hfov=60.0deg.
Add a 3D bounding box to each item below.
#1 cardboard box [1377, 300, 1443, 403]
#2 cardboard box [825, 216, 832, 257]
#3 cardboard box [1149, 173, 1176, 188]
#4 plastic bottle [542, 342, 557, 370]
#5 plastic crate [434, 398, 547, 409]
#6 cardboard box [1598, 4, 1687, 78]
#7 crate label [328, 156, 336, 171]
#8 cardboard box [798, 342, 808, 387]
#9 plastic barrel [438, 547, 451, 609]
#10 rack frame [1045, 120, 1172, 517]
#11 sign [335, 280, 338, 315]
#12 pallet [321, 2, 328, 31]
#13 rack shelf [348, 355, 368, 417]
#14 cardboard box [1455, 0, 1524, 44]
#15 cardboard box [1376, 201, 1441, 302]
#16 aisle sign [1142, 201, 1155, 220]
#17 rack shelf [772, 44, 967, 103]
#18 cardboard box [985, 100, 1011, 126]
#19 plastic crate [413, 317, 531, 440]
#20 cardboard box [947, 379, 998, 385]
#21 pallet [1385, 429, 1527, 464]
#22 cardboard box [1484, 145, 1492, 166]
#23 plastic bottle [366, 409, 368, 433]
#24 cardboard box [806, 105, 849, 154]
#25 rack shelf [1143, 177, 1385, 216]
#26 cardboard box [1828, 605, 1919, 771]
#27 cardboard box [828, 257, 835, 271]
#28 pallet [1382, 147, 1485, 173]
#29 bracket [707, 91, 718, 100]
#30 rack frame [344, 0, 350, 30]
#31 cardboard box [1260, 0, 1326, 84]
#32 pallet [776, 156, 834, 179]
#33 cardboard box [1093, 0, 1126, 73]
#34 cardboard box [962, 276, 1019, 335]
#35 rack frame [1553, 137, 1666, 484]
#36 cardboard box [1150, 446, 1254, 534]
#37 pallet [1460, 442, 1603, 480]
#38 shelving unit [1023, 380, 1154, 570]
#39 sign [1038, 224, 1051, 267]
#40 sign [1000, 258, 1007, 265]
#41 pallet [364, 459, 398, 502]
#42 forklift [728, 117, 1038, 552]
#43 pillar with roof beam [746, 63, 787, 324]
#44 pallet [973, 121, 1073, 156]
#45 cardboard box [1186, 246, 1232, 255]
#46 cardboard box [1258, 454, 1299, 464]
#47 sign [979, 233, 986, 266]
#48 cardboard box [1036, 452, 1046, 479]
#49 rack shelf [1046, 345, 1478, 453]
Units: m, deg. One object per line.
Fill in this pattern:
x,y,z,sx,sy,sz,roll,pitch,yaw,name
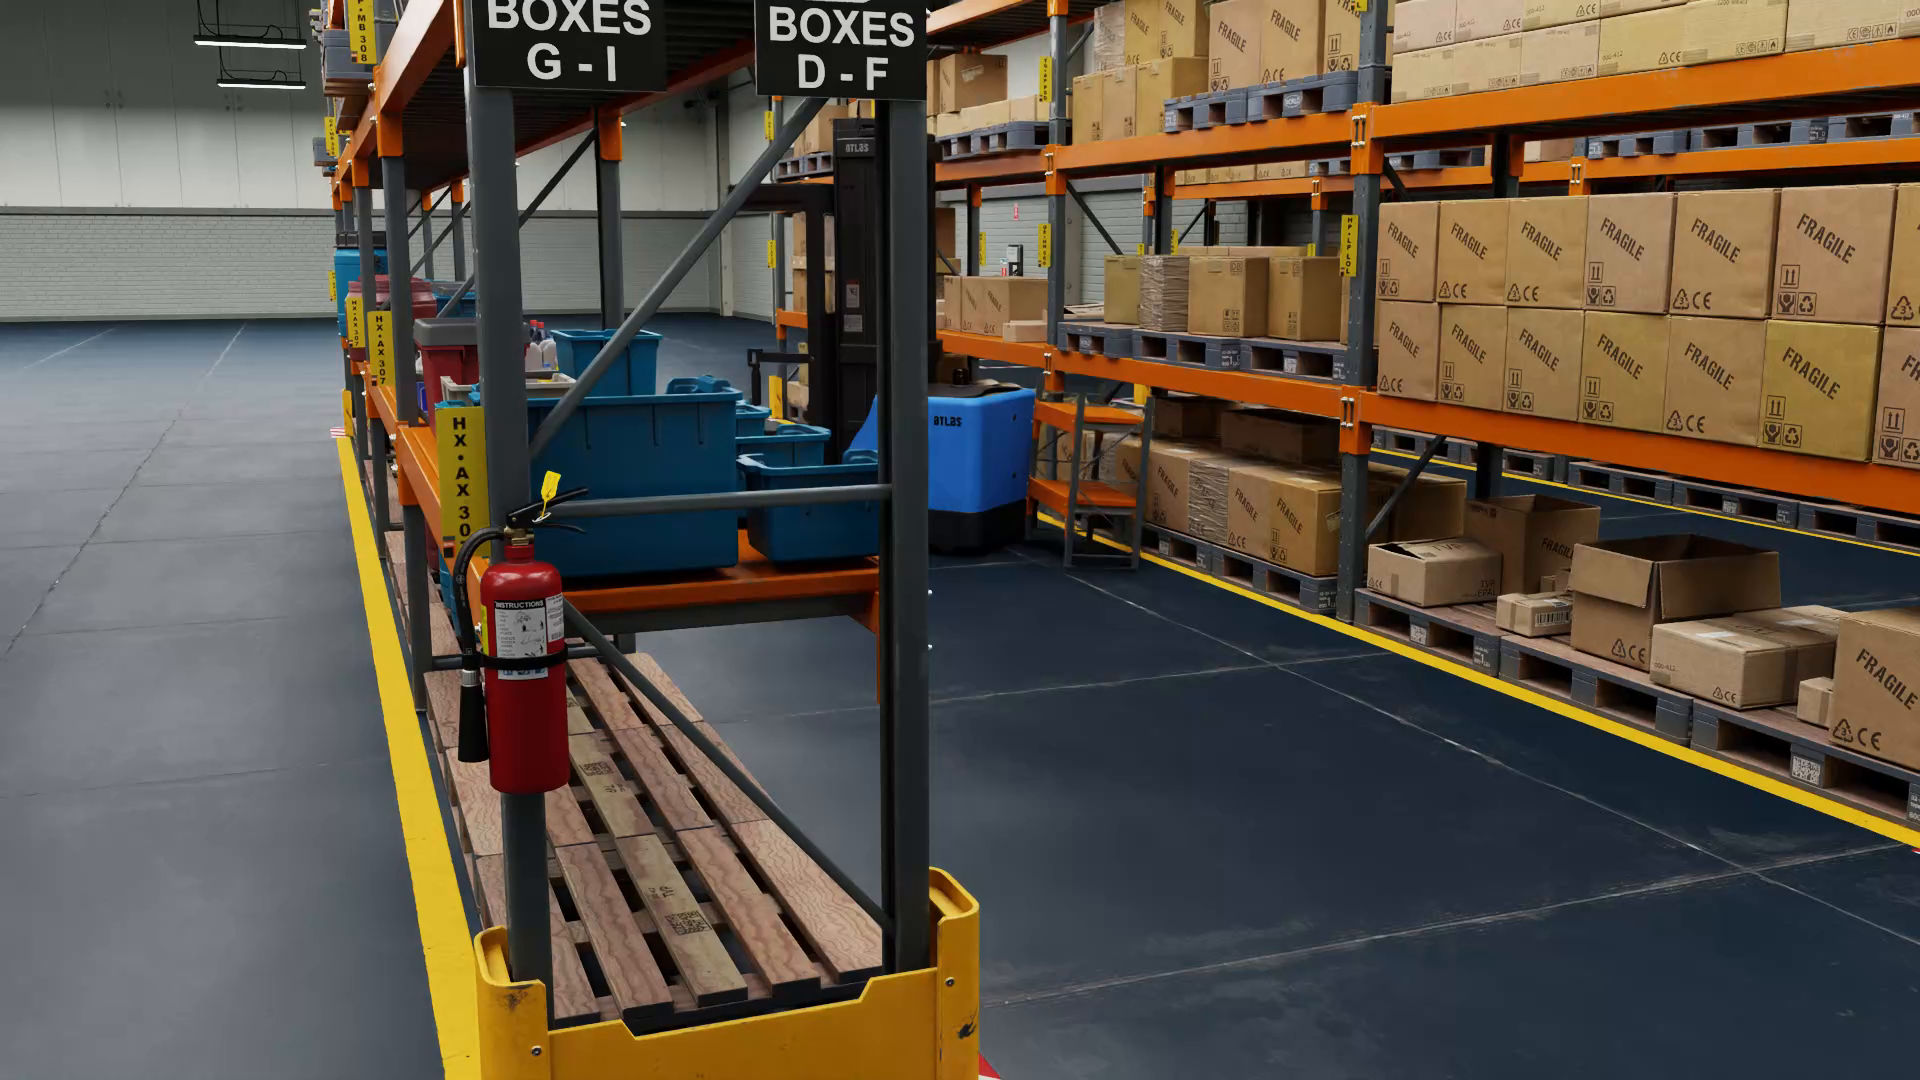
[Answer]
2.537,-0.995,8.665,0.500,0.500,0.500,-4,11,-19,cardboard box
-1.186,-3.440,18.703,0.700,0.500,0.500,-4,11,-21,cardboard box
2.762,-4.786,21.352,0.500,0.500,0.500,-4,11,-19,cardboard box
-2.160,-0.923,8.896,0.152,0.276,0.135,-4,11,-21,plastic bottle
-1.545,-0.346,5.607,0.416,0.233,0.300,-4,11,-21,plastic crate
3.094,-2.110,7.077,0.500,0.250,0.500,-4,11,-21,cardboard box
-5.990,-3.769,16.401,0.502,0.251,0.408,-4,11,-21,crate label
-1.572,-2.044,19.359,0.500,0.500,0.500,-4,11,-21,cardboard box
-2.449,-0.112,8.777,0.600,0.901,0.708,-4,11,-21,plastic barrel
1.157,-1.699,12.909,1.000,3.000,0.127,-4,11,-21,rack frame
-5.427,-2.142,14.606,0.100,0.325,0.005,-4,11,-21,sign
-5.681,-5.035,16.210,1.003,0.211,1.213,-4,11,-21,pallet
-4.186,-1.358,13.044,1.077,0.370,4.000,-4,11,-21,rack shelf
2.734,-2.519,7.952,0.500,0.250,0.500,-4,11,-21,cardboard box
2.515,-1.493,8.610,0.500,0.500,0.500,-4,11,-19,cardboard box
2.568,-4.593,21.752,0.394,0.787,0.004,-4,11,-21,aisle sign
-1.017,-5.081,17.988,1.077,0.370,4.000,-4,11,-21,rack shelf
0.537,-3.558,14.023,0.500,0.250,0.500,-4,11,-22,cardboard box
-1.922,-0.632,6.555,0.402,0.464,0.583,-4,11,-21,plastic crate
0.122,-1.434,16.465,0.500,0.311,0.500,-4,11,-21,cardboard box
5.053,-0.968,16.760,1.003,0.211,1.213,-4,11,-21,pallet
5.389,-3.769,15.629,0.797,0.503,0.637,-2,10,-13,cardboard box
-5.928,-1.217,16.697,0.061,0.283,0.133,-4,11,-20,plastic bottle
-1.395,-4.519,18.308,0.500,0.500,0.500,-4,11,-21,cardboard box
3.599,-4.116,19.986,1.077,0.370,4.000,-4,11,-21,rack shelf
3.630,0.547,6.160,0.500,0.500,0.500,-4,11,-21,cardboard box
-1.244,-3.045,18.337,0.380,0.149,0.250,-4,11,-20,cardboard box
4.826,-3.775,16.549,1.213,0.211,1.003,-4,11,-21,pallet
-7.118,-12.793,47.868,0.235,0.232,0.430,-4,11,-21,bracket
-3.461,-4.339,10.620,1.000,3.000,0.127,-4,11,-21,rack frame
2.229,-3.023,10.015,0.600,0.600,0.600,-4,11,-22,cardboard box
-1.510,-4.322,19.337,1.003,0.211,1.213,-4,11,-21,pallet
1.309,-3.646,12.148,0.500,0.500,0.500,-4,11,-21,cardboard box
0.343,-2.107,14.917,0.500,0.500,0.500,-4,11,-21,cardboard box
5.773,-2.014,14.680,1.000,3.000,0.127,-4,11,-21,rack frame
1.622,-0.341,11.152,0.500,0.500,0.500,-4,11,-23,cardboard box
5.491,-0.769,15.642,1.003,0.211,1.213,-4,11,-21,pallet
0.844,-0.460,11.175,0.538,1.125,1.048,2,9,-13,shelving unit
0.641,-2.234,12.607,0.100,0.325,0.005,-4,11,-21,sign
0.789,-5.020,29.962,0.001,0.109,0.331,-4,11,-21,sign
-4.590,-0.540,14.353,1.003,0.211,1.213,-4,11,-21,pallet
-0.987,-1.516,12.075,3.031,2.935,1.130,5,11,27,forklift
-8.776,-9.859,41.649,9.100,9.000,0.548,-4,11,-21,pillar with roof beam
0.828,-3.188,13.254,1.213,0.211,1.003,-3,11,-18,pallet
3.118,-3.362,20.488,0.500,0.500,0.500,-4,11,-23,cardboard box
2.281,-0.295,10.897,0.500,0.500,0.500,-4,11,-20,cardboard box
0.210,-2.919,16.688,0.100,0.325,0.005,-4,11,-21,sign
0.739,-0.623,13.509,0.500,0.250,0.500,-4,11,-20,cardboard box
1.882,-1.019,11.137,1.077,0.370,4.000,-4,11,-21,rack shelf
